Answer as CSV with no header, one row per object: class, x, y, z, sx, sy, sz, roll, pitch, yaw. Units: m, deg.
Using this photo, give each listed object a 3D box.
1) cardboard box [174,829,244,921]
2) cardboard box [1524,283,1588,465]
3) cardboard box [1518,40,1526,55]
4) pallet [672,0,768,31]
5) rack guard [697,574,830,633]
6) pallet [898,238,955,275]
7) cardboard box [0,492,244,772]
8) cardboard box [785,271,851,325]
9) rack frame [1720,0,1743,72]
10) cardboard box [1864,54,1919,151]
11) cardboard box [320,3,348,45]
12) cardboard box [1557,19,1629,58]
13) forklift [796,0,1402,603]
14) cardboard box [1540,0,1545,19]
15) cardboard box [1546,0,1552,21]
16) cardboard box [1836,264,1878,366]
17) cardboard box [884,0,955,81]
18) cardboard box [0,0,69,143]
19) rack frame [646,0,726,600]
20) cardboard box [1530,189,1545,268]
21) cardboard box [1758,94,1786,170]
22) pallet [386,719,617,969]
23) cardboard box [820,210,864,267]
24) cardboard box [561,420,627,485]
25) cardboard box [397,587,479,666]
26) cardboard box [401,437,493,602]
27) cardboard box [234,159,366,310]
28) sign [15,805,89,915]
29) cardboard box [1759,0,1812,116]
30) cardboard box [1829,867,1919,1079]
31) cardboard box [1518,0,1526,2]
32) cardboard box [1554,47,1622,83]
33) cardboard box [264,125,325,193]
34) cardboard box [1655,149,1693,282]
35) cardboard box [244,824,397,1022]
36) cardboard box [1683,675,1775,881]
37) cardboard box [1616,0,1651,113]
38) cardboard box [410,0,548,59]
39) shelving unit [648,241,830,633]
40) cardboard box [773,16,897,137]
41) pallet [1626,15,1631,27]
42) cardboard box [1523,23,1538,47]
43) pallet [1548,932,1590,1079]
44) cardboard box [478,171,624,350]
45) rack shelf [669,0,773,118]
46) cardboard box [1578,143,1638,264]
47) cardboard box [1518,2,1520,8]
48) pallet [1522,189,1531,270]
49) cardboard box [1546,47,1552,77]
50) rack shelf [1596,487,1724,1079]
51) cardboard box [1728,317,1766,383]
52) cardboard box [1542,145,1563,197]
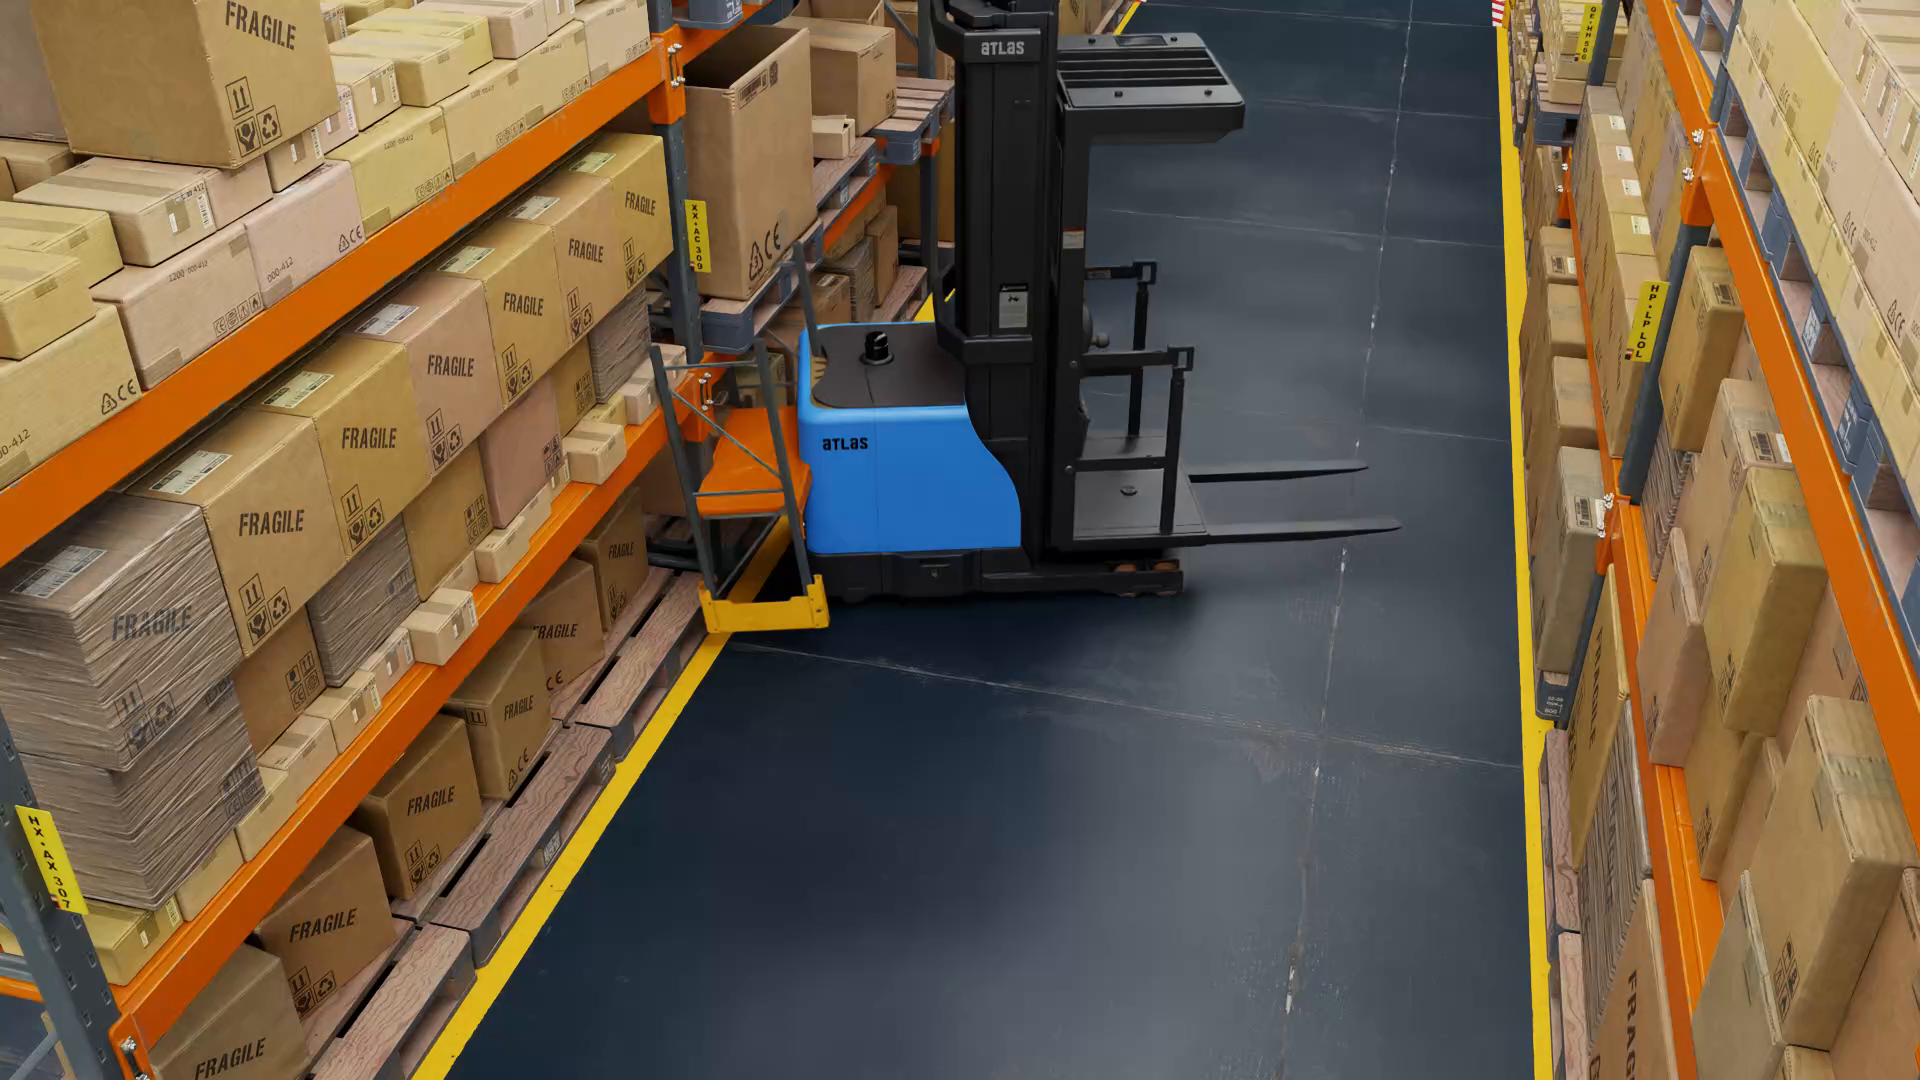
cardboard box,-2.297,0.917,4.746,0.380,0.149,0.250,8,33,12
cardboard box,3.660,-0.840,8.981,1.050,0.750,0.750,9,33,13
cardboard box,5.328,-4.463,15.240,0.380,0.149,0.250,8,33,12
pallet,-1.407,-2.515,7.289,1.213,0.211,1.003,8,33,12
rack guard,-0.920,0.300,7.812,0.587,0.250,0.087,-3,33,7
pallet,-0.379,-2.320,12.203,1.003,0.211,1.213,8,33,12
cardboard box,-2.279,0.216,4.313,0.500,0.500,0.500,8,33,12
cardboard box,-1.068,-1.294,9.909,0.700,0.500,0.500,11,34,16
rack frame,3.105,-2.826,4.808,1.000,3.000,0.127,8,33,12
cardboard box,2.234,-0.947,3.654,0.380,0.149,0.250,8,33,13
cardboard box,-2.311,-1.721,5.634,0.380,0.149,0.250,7,33,11
cardboard box,3.801,-3.009,9.976,0.380,0.149,0.250,7,33,10
forklift,0.710,-1.233,7.957,3.031,2.935,1.130,-2,33,-4
cardboard box,4.264,-3.697,11.612,0.380,0.149,0.250,7,33,12
cardboard box,4.130,-3.555,11.111,0.380,0.149,0.250,9,34,14
cardboard box,2.169,-0.476,3.656,0.380,0.149,0.250,8,33,13
cardboard box,-0.265,-3.355,11.139,0.500,0.500,0.500,9,34,14
cardboard box,-2.533,-1.430,4.571,0.500,0.500,0.500,8,33,12
rack frame,-1.667,-1.022,7.562,1.000,3.000,0.127,8,33,12
cardboard box,4.170,-2.138,11.256,0.500,0.500,0.500,9,34,14
cardboard box,2.491,-1.137,4.696,0.380,0.149,0.250,8,33,12
pallet,-2.111,1.143,6.755,1.003,0.211,1.213,8,33,12
cardboard box,-0.918,-1.917,10.190,0.500,0.250,0.500,12,34,18
cardboard box,-1.587,-0.370,6.770,0.380,0.149,0.250,8,33,12
cardboard box,-1.905,0.279,5.749,0.380,0.149,0.250,8,33,12
cardboard box,-2.198,-0.183,5.872,0.875,0.500,0.500,8,33,12
cardboard box,-2.055,-0.889,4.696,0.500,0.250,0.500,8,33,12
sign,-2.157,0.762,3.948,0.100,0.325,0.005,8,33,12
cardboard box,2.584,-1.364,4.682,0.500,0.250,0.500,8,33,12
cardboard box,2.222,1.075,3.117,0.875,0.550,0.550,8,33,12
cardboard box,5.547,-5.248,15.921,0.380,0.149,0.250,8,33,12
cardboard box,3.805,-2.885,10.058,0.380,0.149,0.250,9,33,13
cardboard box,-2.026,-1.099,4.655,0.380,0.149,0.250,7,33,10
cardboard box,3.354,-1.284,6.949,0.700,0.500,0.500,7,33,12
cardboard box,-2.389,1.295,5.856,0.500,0.500,0.500,17,36,25
cardboard box,2.617,0.677,4.750,0.875,0.550,0.500,8,33,12
cardboard box,3.997,-2.603,9.023,0.700,0.500,0.500,8,33,12
cardboard box,-1.651,-1.770,5.711,0.380,0.149,0.250,7,33,11
shelving unit,-0.952,-0.495,7.885,0.587,1.500,1.083,-3,33,7
cardboard box,-0.795,-2.728,9.761,0.700,0.500,0.500,13,35,19
pallet,4.583,-3.322,11.358,1.003,0.211,1.213,8,33,12
cardboard box,5.177,-4.436,14.644,0.380,0.149,0.250,6,33,10
pallet,2.529,1.901,5.562,1.003,0.211,1.213,8,33,12
cardboard box,-1.641,-1.081,6.352,0.500,0.500,0.500,8,33,12
rack shelf,-1.159,-3.022,8.583,1.077,0.370,4.000,8,33,12
cardboard box,3.490,-1.690,8.520,0.500,0.500,0.500,8,33,12
cardboard box,5.645,-5.250,16.201,0.380,0.149,0.250,8,33,12
pallet,4.631,-2.230,12.061,1.003,0.211,1.213,8,33,12
cardboard box,3.930,-3.022,10.551,0.380,0.149,0.250,9,33,13
rack shelf,2.597,1.047,4.978,1.077,0.370,4.000,8,33,12
cardboard box,2.951,-0.325,5.320,0.875,0.550,0.550,8,33,12
cardboard box,4.158,-2.463,11.068,0.500,0.250,0.500,8,33,13
